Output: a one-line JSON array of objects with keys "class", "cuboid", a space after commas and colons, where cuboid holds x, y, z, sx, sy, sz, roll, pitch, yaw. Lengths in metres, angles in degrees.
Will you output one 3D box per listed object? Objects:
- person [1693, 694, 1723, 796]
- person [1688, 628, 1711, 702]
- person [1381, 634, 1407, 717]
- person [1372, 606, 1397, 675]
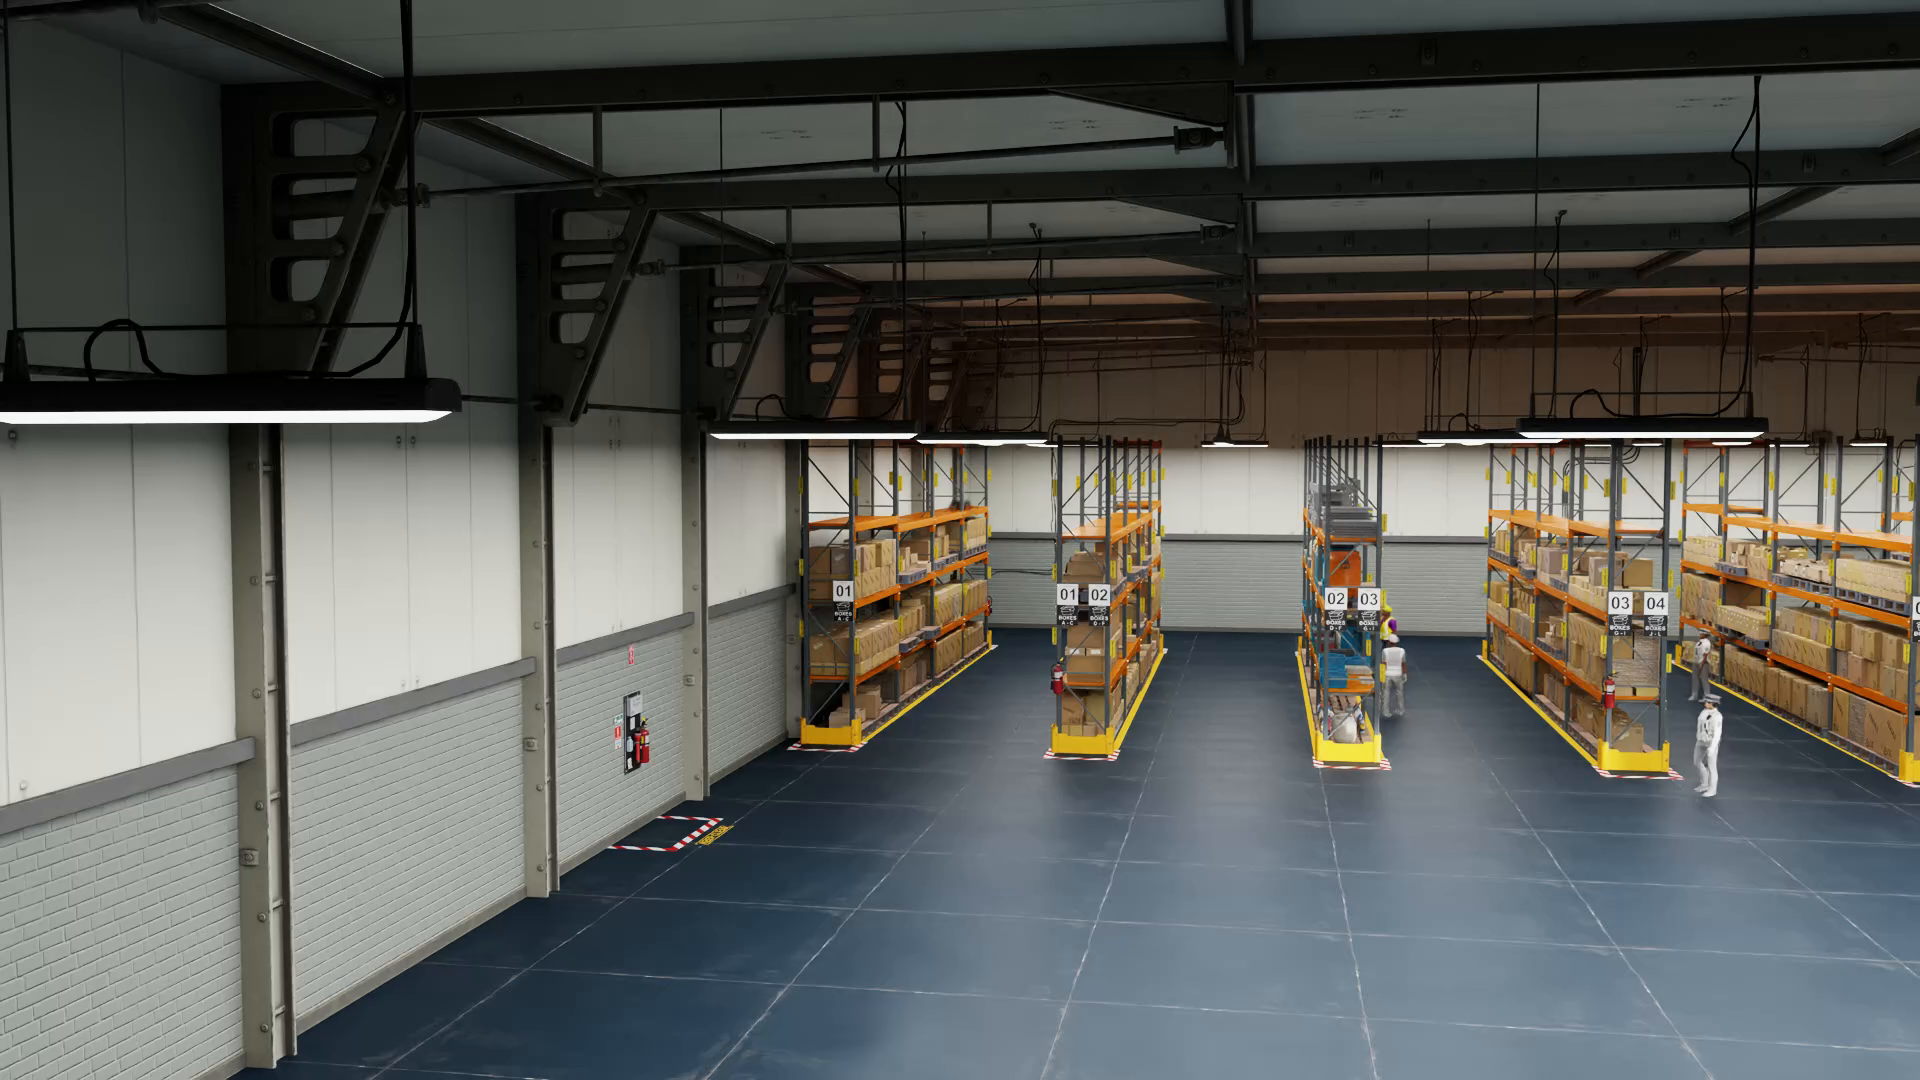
[{"class": "person", "cuboid": [12.403, 3.404, 27.627, 0.392, 1.712, 0.584, -1, 3, -19]}, {"class": "person", "cuboid": [16.843, 2.834, 37.842, 0.417, 1.677, 0.491, -1, 3, -12]}, {"class": "person", "cuboid": [9.345, 2.900, 35.784, 0.534, 1.777, 0.640, 1, 3, 25]}, {"class": "person", "cuboid": [10.805, 2.564, 42.317, 0.550, 1.775, 0.617, -2, 4, -35]}]
